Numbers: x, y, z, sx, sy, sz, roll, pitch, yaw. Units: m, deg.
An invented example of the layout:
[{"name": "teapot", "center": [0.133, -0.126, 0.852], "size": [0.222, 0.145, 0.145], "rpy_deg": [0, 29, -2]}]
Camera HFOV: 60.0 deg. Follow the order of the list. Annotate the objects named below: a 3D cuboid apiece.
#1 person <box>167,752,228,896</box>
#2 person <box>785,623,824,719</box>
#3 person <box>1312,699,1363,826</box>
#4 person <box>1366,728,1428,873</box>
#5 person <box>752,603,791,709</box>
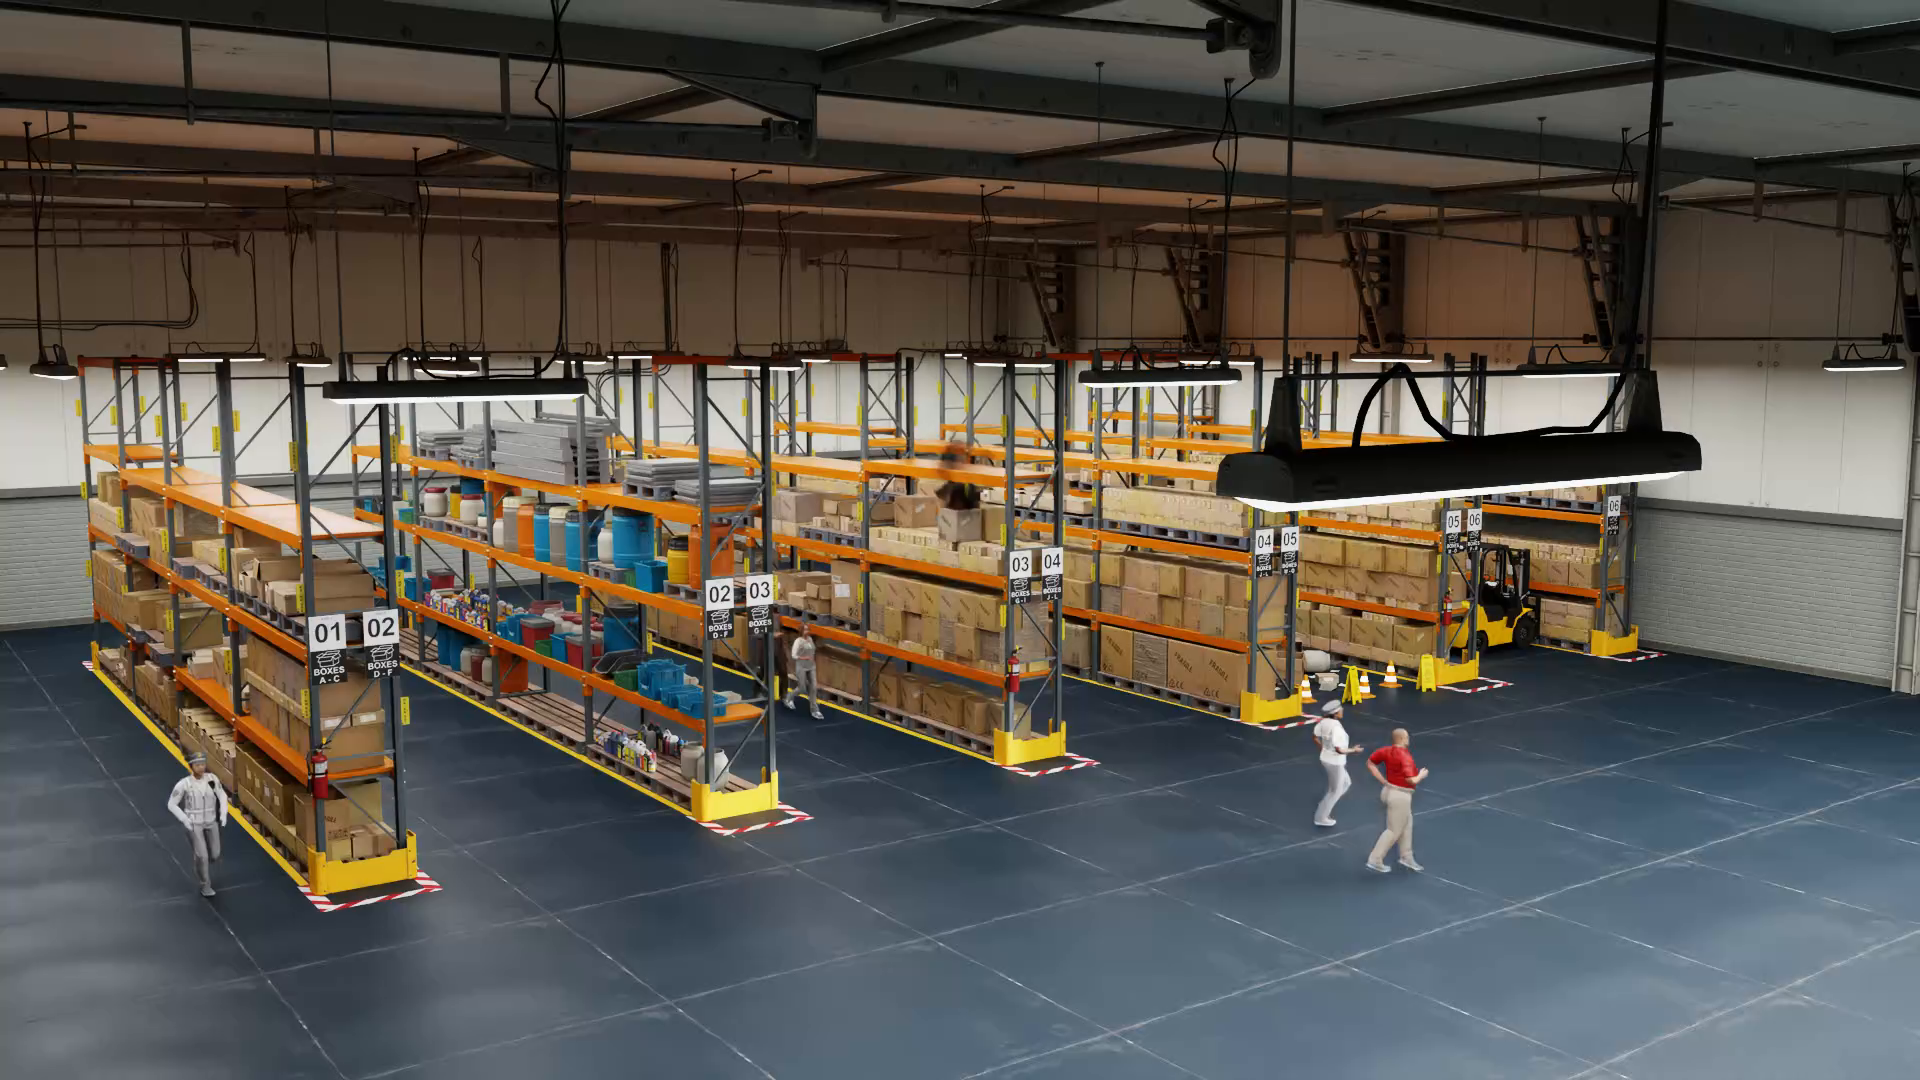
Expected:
[{"name": "person", "center": [-8.702, 3.208, 19.009], "size": [0.649, 1.642, 0.638], "rpy_deg": [-7, 10, -44]}, {"name": "person", "center": [-2.586, 2.163, 27.748], "size": [0.867, 1.574, 0.541], "rpy_deg": [7, 10, 44]}, {"name": "person", "center": [4.907, 2.887, 21.613], "size": [0.611, 1.660, 0.554], "rpy_deg": [-1, 7, -6]}, {"name": "person", "center": [5.158, 3.092, 19.628], "size": [0.810, 1.770, 0.656], "rpy_deg": [-2, 7, -14]}, {"name": "person", "center": [-3.277, 1.956, 28.725], "size": [0.676, 1.829, 0.923], "rpy_deg": [-6, 9, -41]}]
